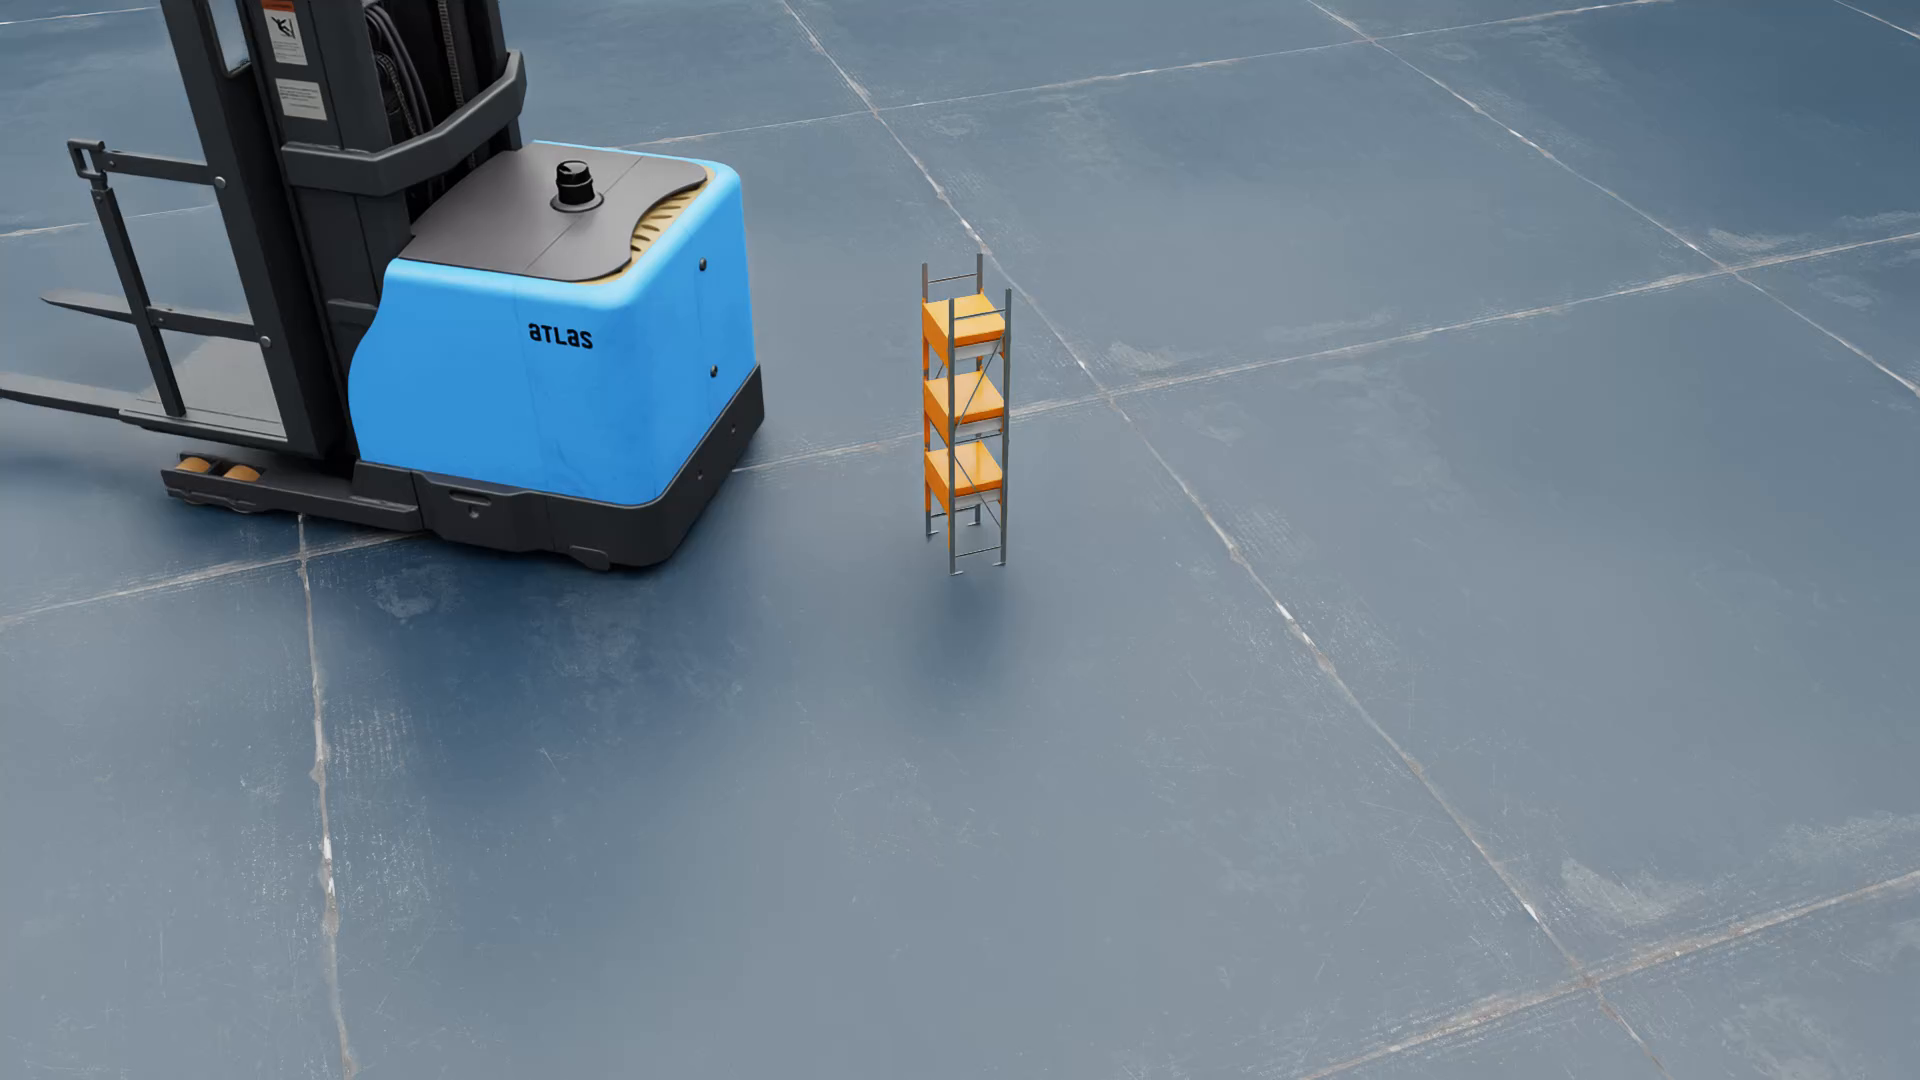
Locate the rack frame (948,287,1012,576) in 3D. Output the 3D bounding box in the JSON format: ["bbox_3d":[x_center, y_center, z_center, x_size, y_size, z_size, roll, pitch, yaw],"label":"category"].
[{"bbox_3d":[0.060,-0.320,5.302,0.200,1.050,0.008,-12,39,-16],"label":"rack frame"}]

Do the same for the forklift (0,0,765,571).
[{"bbox_3d":[-2.308,-1.560,5.384,3.031,2.935,1.130,10,38,12],"label":"forklift"}]

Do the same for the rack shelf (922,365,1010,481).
[{"bbox_3d":[0.018,-0.381,5.400,0.215,0.259,0.240,-12,39,-16],"label":"rack shelf"}]

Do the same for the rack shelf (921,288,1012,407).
[{"bbox_3d":[0.018,-0.607,5.230,0.215,0.259,0.240,-12,39,-16],"label":"rack shelf"}]

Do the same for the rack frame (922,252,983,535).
[{"bbox_3d":[-0.024,-0.458,5.485,0.200,1.050,0.008,-12,39,-16],"label":"rack frame"}]

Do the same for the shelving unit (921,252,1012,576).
[{"bbox_3d":[0.018,-0.389,5.394,0.215,1.050,0.252,-12,39,-16],"label":"shelving unit"}]

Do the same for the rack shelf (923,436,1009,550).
[{"bbox_3d":[0.018,-0.159,5.568,0.215,0.259,0.240,-12,39,-16],"label":"rack shelf"}]
